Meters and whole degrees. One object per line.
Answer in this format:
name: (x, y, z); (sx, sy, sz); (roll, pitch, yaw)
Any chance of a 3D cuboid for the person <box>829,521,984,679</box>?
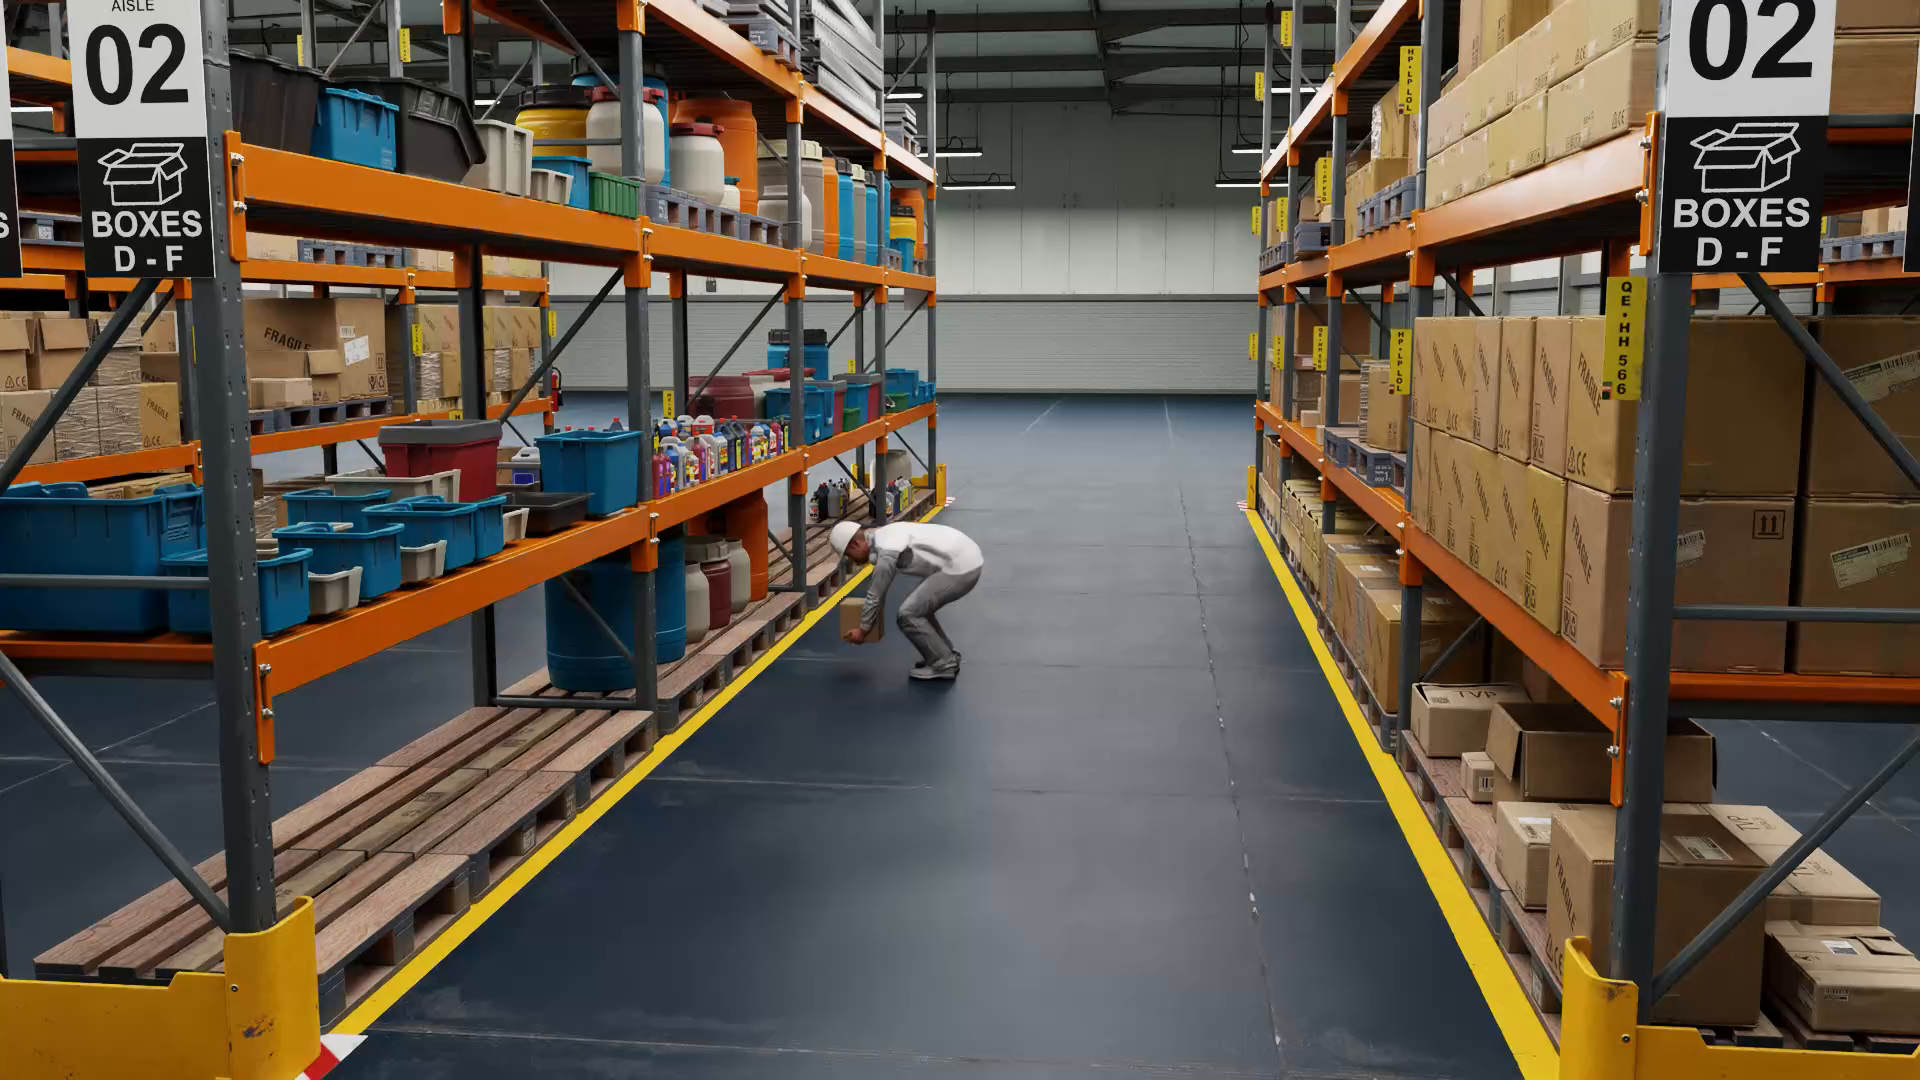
person: (-0.345, 0.379, 10.775); (0.996, 1.000, 0.519); (0, 8, 4)
